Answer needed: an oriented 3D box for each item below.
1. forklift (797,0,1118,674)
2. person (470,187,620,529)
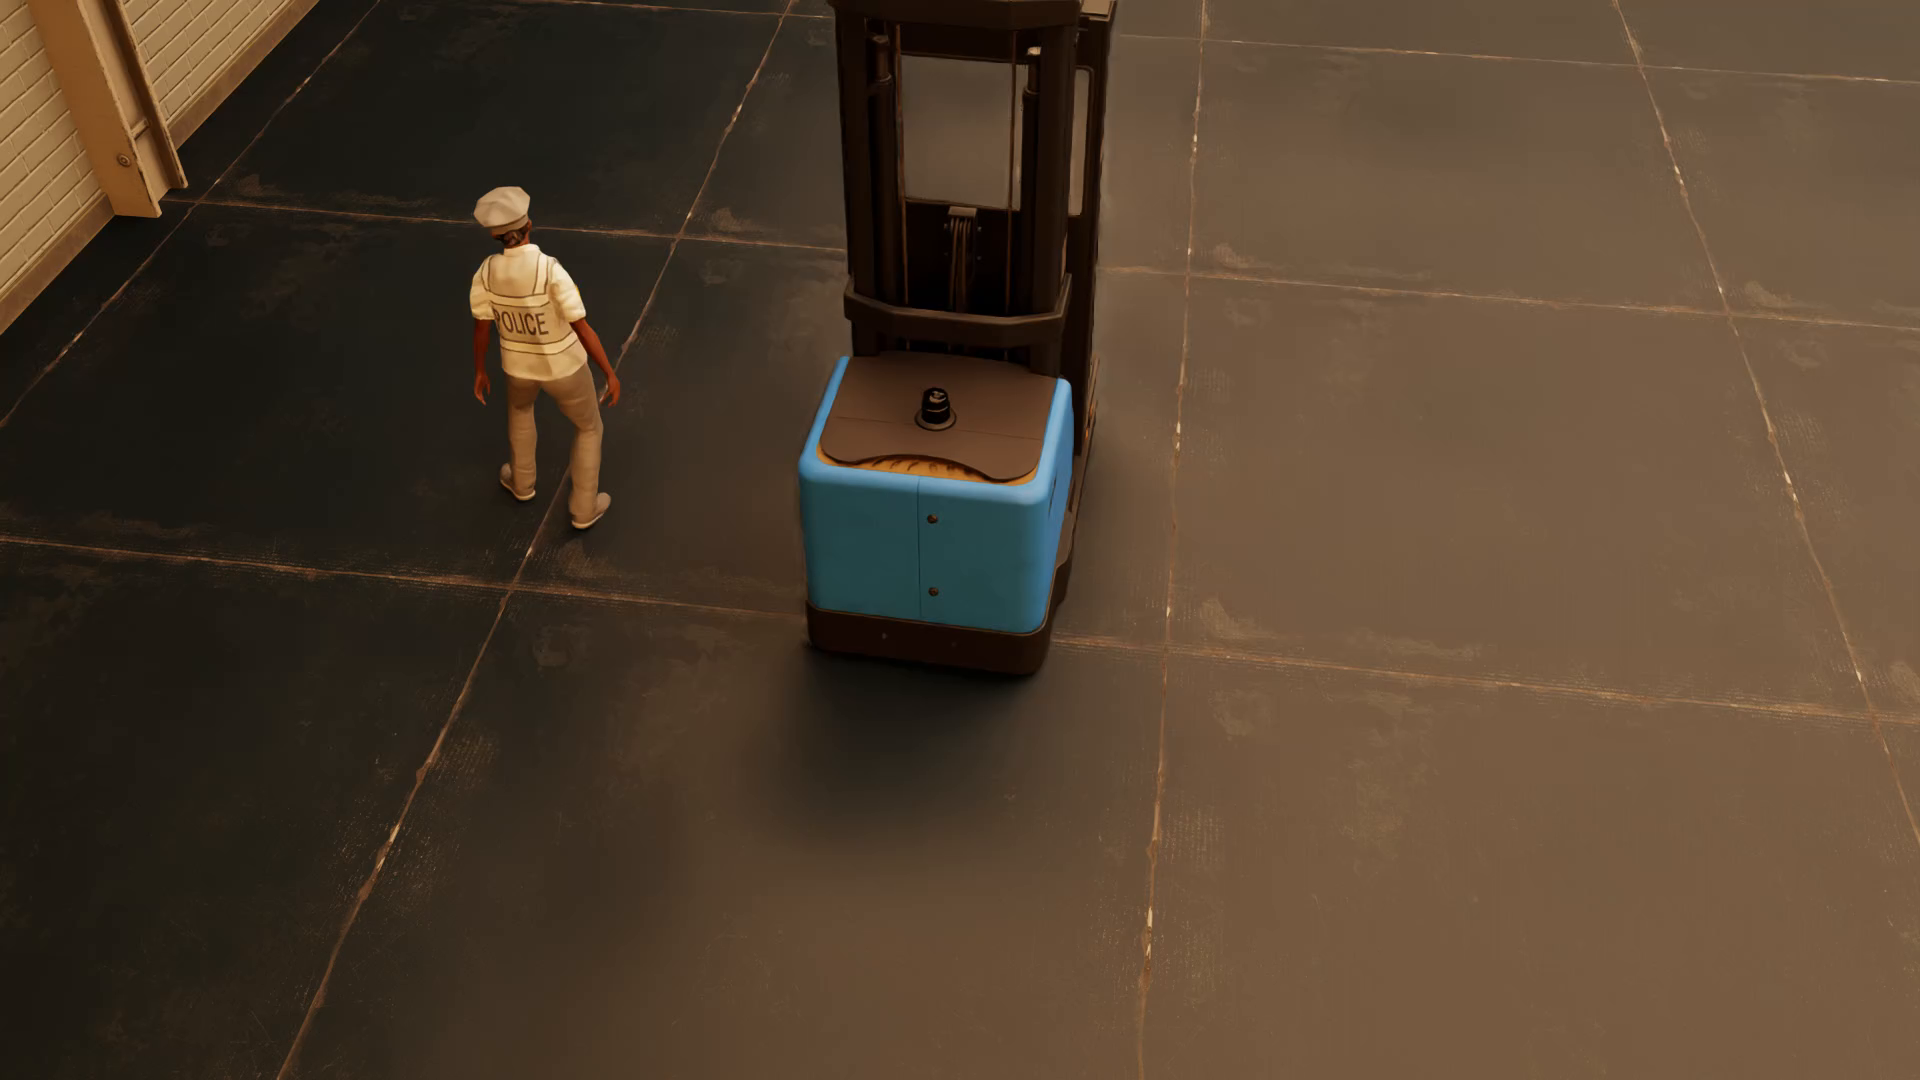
[{"bbox_3d":[0.091,-1.506,7.364,1.130,2.935,3.031,7,43,7],"label":"forklift"},{"bbox_3d":[-1.908,-0.785,7.577,0.798,1.634,0.432,9,43,10],"label":"person"}]
